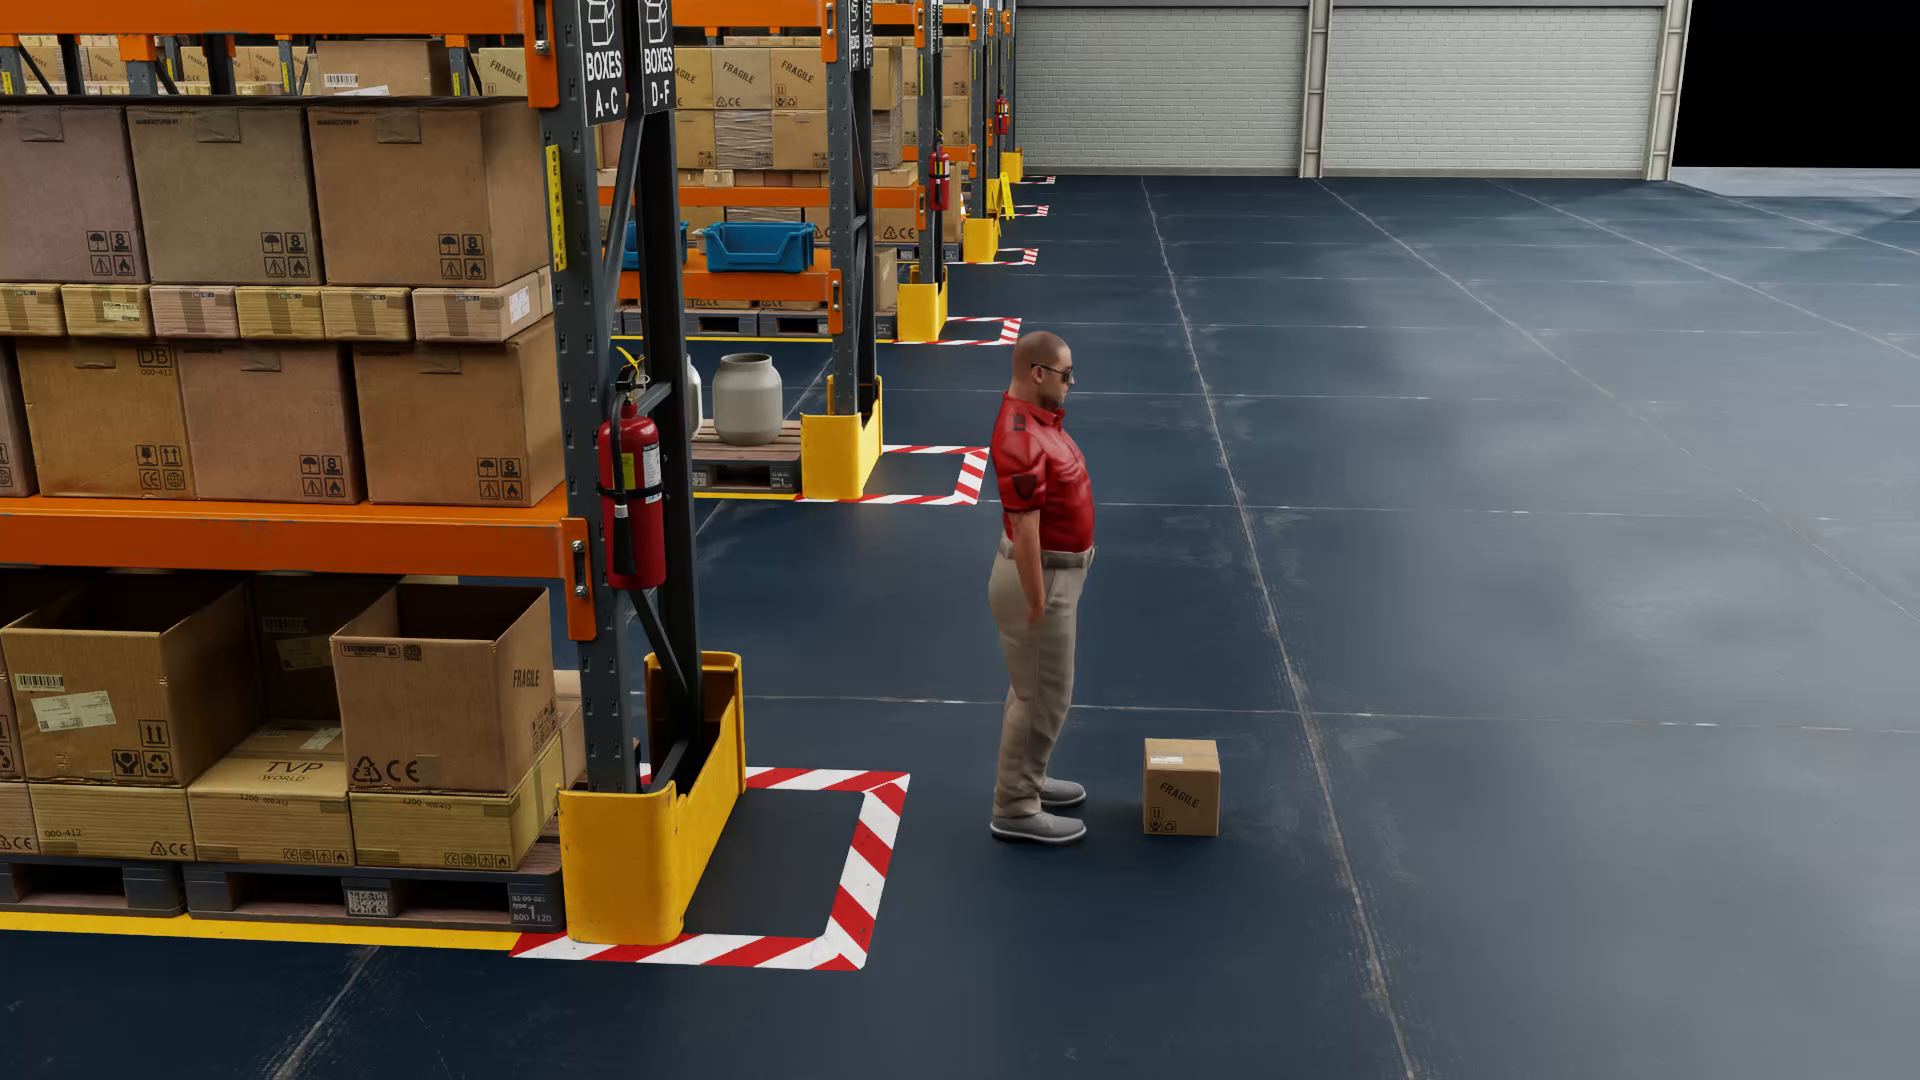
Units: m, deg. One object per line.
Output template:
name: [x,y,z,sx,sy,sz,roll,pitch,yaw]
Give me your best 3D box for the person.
person: [0.281,0.148,5.622,0.359,1.721,0.529,2,17,5]
